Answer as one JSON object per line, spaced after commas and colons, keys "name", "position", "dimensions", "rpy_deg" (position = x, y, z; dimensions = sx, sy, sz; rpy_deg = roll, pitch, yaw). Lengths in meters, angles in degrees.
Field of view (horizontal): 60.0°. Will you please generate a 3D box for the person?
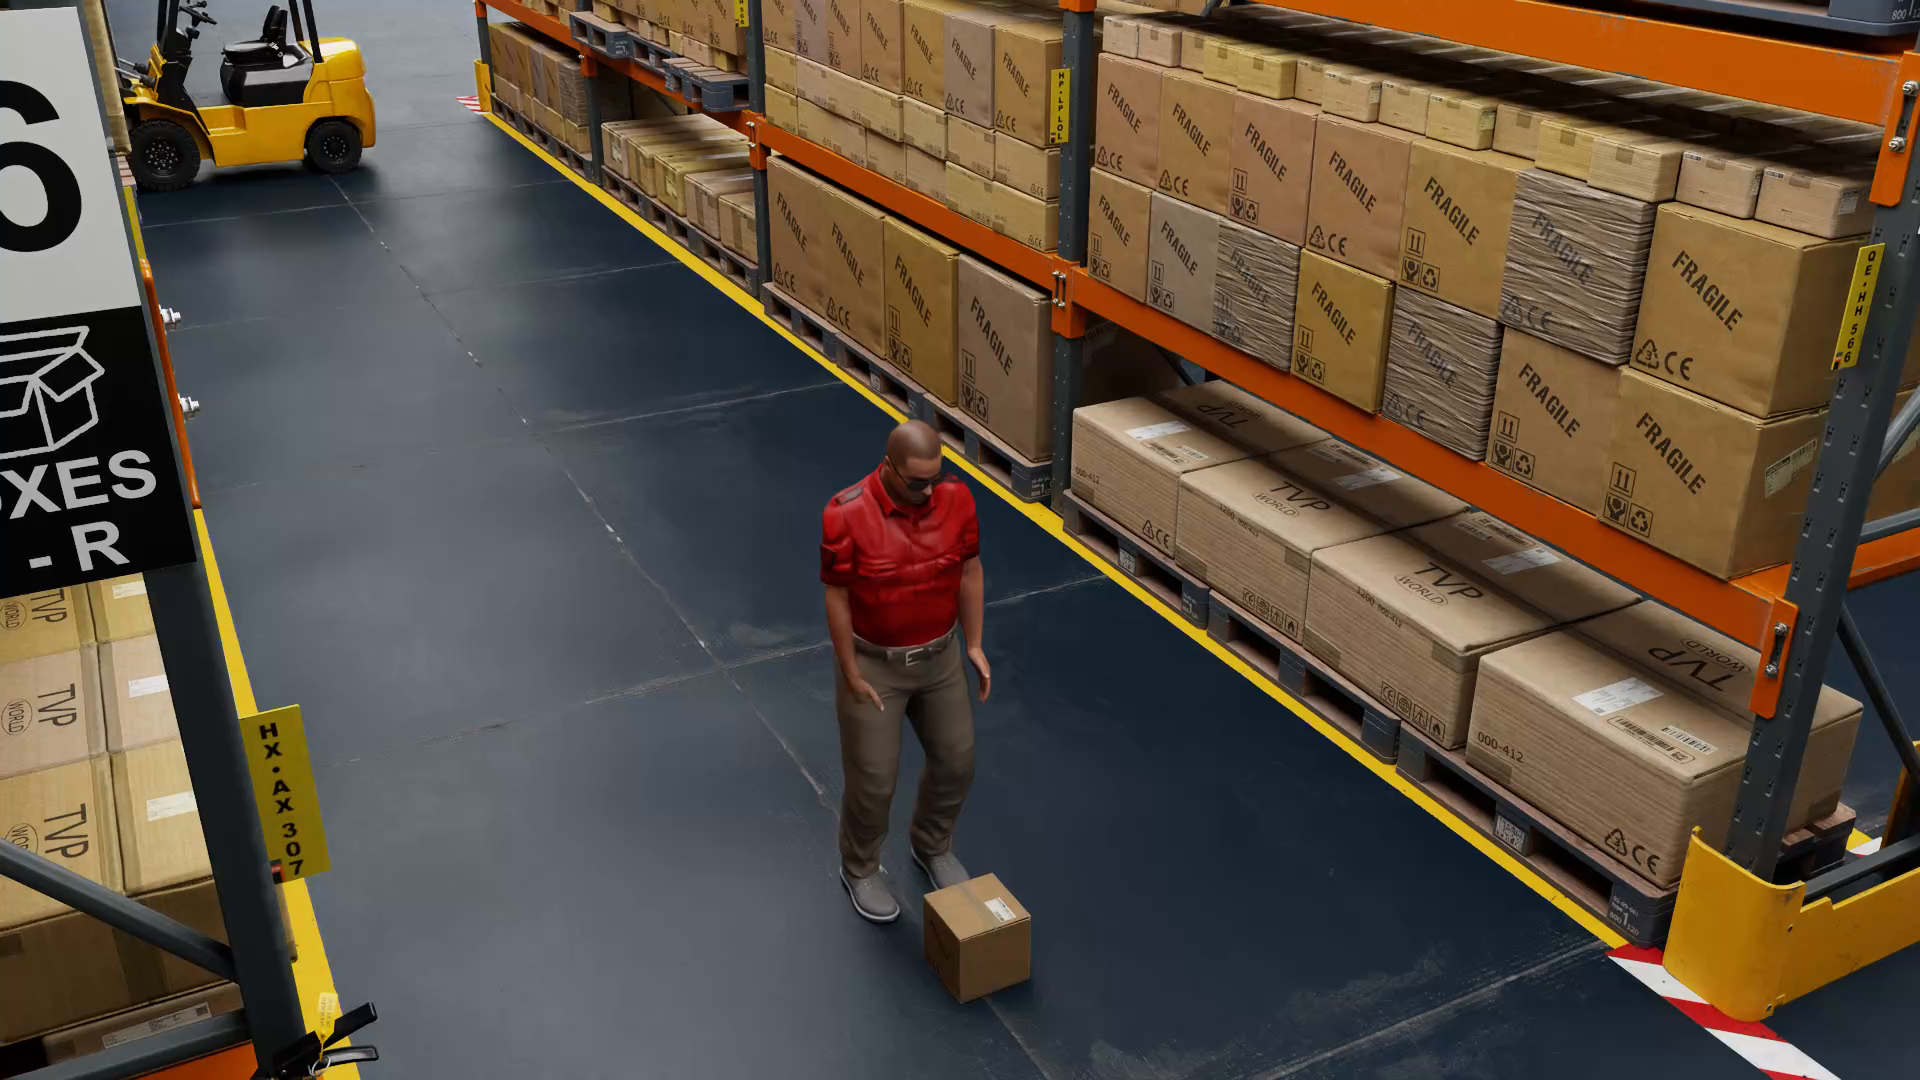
{"name": "person", "position": [-0.167, 0.400, 5.327], "dimensions": [0.544, 1.705, 0.376], "rpy_deg": [-12, 28, -24]}
